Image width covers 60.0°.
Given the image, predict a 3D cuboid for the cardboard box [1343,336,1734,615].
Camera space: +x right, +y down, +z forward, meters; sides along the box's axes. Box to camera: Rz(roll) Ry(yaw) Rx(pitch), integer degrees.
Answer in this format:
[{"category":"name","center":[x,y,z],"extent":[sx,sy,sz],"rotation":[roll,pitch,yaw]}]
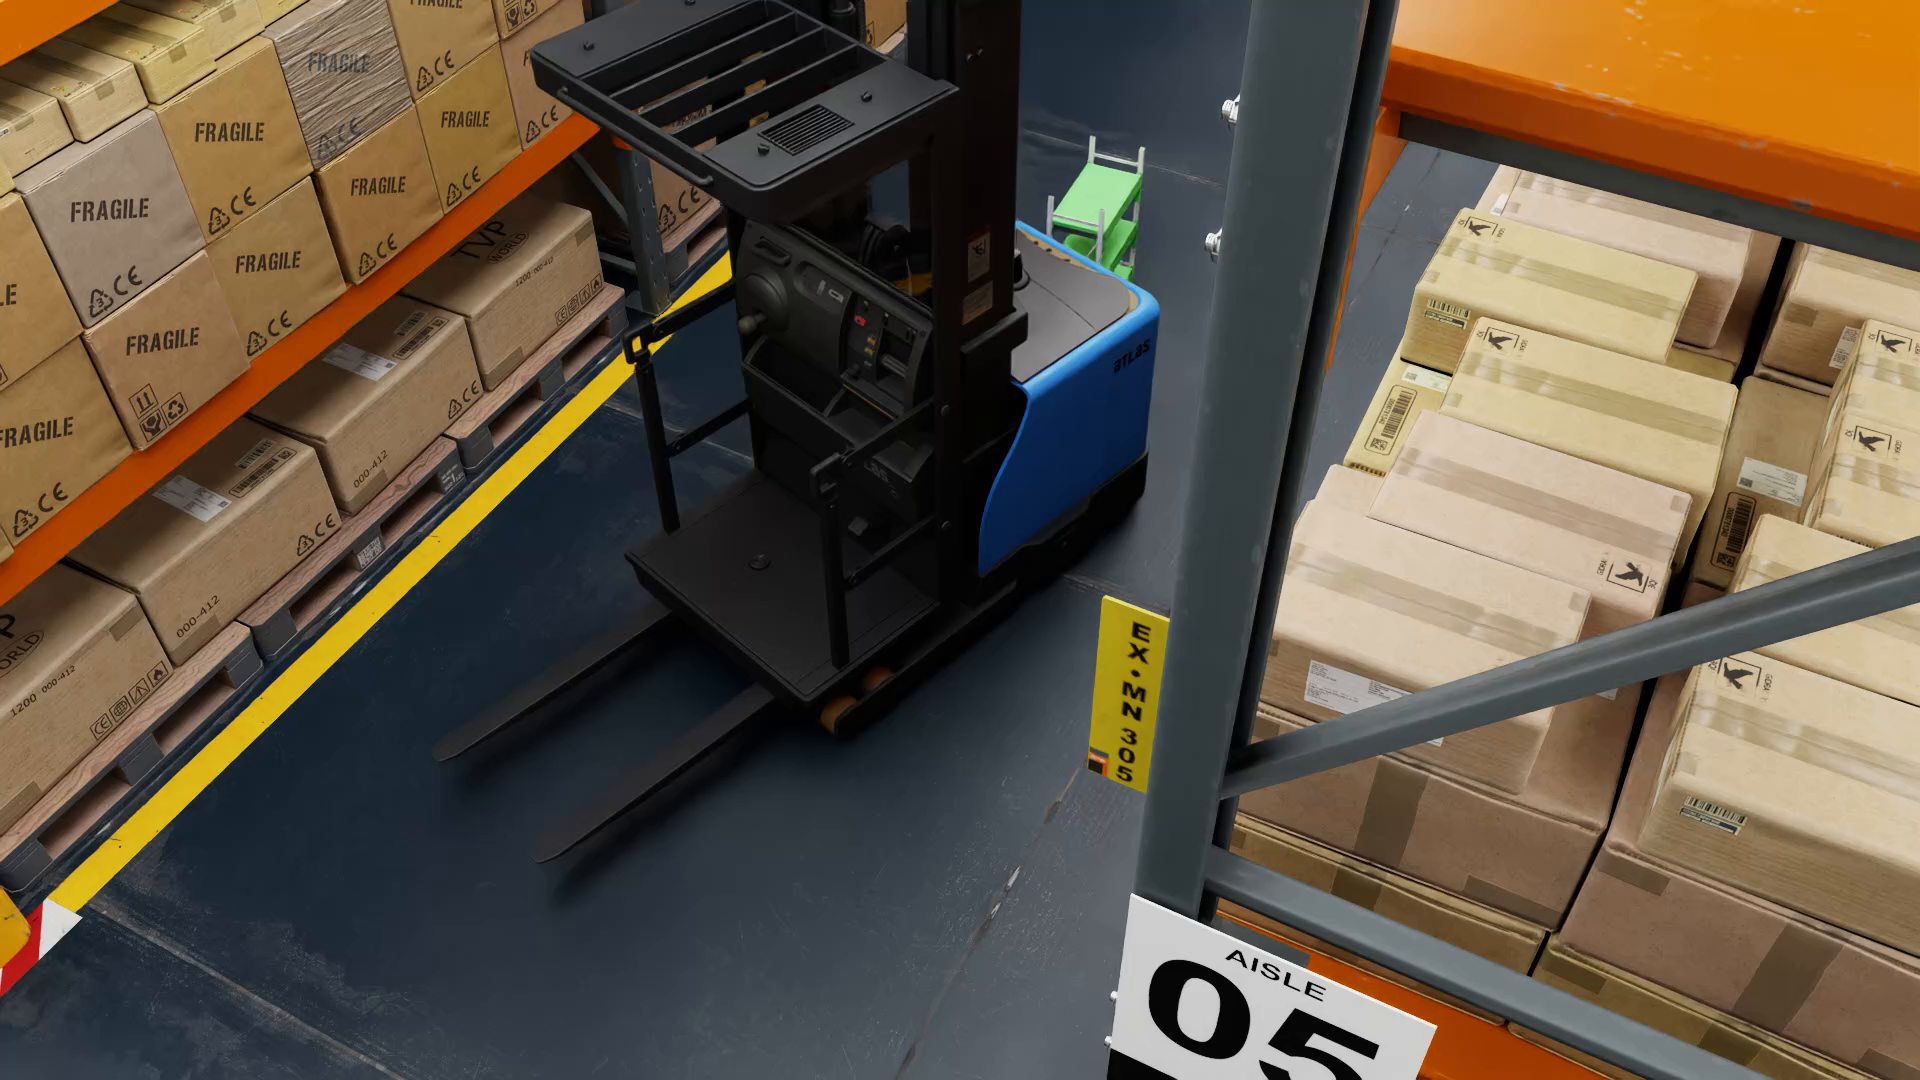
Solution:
[{"category":"cardboard box","center":[0.915,-0.118,2.683],"extent":[0.500,0.250,0.500],"rotation":[19,48,18]}]

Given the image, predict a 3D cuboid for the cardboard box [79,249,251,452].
[{"category":"cardboard box","center":[-2.802,-0.700,5.542],"extent":[0.500,0.500,0.500],"rotation":[20,49,19]}]

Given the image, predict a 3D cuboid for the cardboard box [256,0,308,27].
[{"category":"cardboard box","center":[-2.395,-1.866,5.535],"extent":[0.380,0.149,0.250],"rotation":[19,48,18]}]

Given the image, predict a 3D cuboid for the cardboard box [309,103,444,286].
[{"category":"cardboard box","center":[-2.328,-1.346,6.181],"extent":[0.500,0.500,0.500],"rotation":[20,49,18]}]

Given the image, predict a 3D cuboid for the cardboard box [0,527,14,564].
[{"category":"cardboard box","center":[-3.264,-0.057,4.907],"extent":[0.500,0.500,0.500],"rotation":[20,49,19]}]

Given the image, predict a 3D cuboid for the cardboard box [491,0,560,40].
[{"category":"cardboard box","center":[-1.859,-2.333,6.453],"extent":[0.500,0.500,0.500],"rotation":[20,49,19]}]

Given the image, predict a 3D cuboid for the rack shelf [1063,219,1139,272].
[{"category":"rack shelf","center":[0.565,-1.215,7.139],"extent":[0.258,0.148,0.480],"rotation":[17,48,16]}]

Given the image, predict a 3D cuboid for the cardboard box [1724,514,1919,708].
[{"category":"cardboard box","center":[1.176,0.155,2.132],"extent":[0.380,0.149,0.250],"rotation":[22,49,21]}]

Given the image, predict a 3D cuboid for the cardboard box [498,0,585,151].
[{"category":"cardboard box","center":[-1.873,-1.993,6.821],"extent":[0.500,0.500,0.500],"rotation":[21,49,19]}]

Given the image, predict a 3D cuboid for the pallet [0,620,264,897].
[{"category":"pallet","center":[-3.440,0.636,6.253],"extent":[1.003,0.211,1.213],"rotation":[20,49,19]}]

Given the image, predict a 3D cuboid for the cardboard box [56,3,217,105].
[{"category":"cardboard box","center":[-2.574,-1.525,5.198],"extent":[0.380,0.149,0.250],"rotation":[19,48,18]}]

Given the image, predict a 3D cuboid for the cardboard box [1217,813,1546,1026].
[{"category":"cardboard box","center":[0.667,0.380,2.541],"extent":[0.500,0.250,0.500],"rotation":[19,48,18]}]

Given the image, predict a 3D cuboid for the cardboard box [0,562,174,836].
[{"category":"cardboard box","center":[-3.524,0.490,5.943],"extent":[0.875,0.438,0.875],"rotation":[19,48,18]}]

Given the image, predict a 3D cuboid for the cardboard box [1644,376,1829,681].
[{"category":"cardboard box","center":[1.365,0.059,2.508],"extent":[0.500,0.250,0.500],"rotation":[20,49,19]}]

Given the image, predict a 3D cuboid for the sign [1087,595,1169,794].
[{"category":"sign","center":[0.208,0.194,1.997],"extent":[0.100,0.325,0.005],"rotation":[20,49,19]}]

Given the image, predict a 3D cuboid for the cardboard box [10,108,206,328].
[{"category":"cardboard box","center":[-2.801,-1.064,5.200],"extent":[0.500,0.500,0.500],"rotation":[20,49,19]}]

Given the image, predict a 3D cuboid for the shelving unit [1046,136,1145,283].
[{"category":"shelving unit","center":[0.565,-1.091,7.265],"extent":[0.258,1.200,0.503],"rotation":[17,48,16]}]

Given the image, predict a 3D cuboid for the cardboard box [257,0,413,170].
[{"category":"cardboard box","center":[-2.330,-1.692,5.820],"extent":[0.500,0.500,0.500],"rotation":[21,49,20]}]

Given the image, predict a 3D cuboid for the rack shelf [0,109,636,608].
[{"category":"rack shelf","center":[-2.813,-0.822,6.239],"extent":[1.077,0.370,4.000],"rotation":[20,49,19]}]

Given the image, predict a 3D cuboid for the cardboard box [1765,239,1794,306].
[{"category":"cardboard box","center":[1.844,-0.575,3.134],"extent":[0.500,0.250,0.500],"rotation":[19,48,18]}]

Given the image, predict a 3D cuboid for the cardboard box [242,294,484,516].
[{"category":"cardboard box","center":[-2.686,-0.657,7.077],"extent":[0.875,0.438,0.875],"rotation":[19,48,18]}]

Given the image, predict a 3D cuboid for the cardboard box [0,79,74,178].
[{"category":"cardboard box","center":[-2.869,-1.231,4.908],"extent":[0.380,0.149,0.250],"rotation":[21,49,19]}]

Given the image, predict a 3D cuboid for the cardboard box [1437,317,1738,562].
[{"category":"cardboard box","center":[0.904,-0.153,2.437],"extent":[0.380,0.149,0.250],"rotation":[19,48,18]}]

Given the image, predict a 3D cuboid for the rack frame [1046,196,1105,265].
[{"category":"rack frame","center":[0.468,-0.932,7.107],"extent":[0.240,1.200,0.015],"rotation":[17,48,16]}]

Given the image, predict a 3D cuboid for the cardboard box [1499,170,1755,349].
[{"category":"cardboard box","center":[1.101,-0.495,2.775],"extent":[0.380,0.149,0.250],"rotation":[19,48,18]}]

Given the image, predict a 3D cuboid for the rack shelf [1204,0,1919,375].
[{"category":"rack shelf","center":[1.618,-1.359,2.554],"extent":[1.077,0.370,4.000],"rotation":[20,49,19]}]

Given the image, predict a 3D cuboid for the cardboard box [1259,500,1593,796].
[{"category":"cardboard box","center":[0.584,0.132,2.155],"extent":[0.380,0.149,0.250],"rotation":[20,49,19]}]

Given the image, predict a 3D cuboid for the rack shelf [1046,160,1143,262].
[{"category":"rack shelf","center":[0.565,-1.384,6.969],"extent":[0.258,0.148,0.480],"rotation":[17,48,16]}]

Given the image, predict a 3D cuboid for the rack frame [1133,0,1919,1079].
[{"category":"rack frame","center":[0.690,-0.353,1.052],"extent":[1.000,3.000,0.127],"rotation":[20,49,19]}]

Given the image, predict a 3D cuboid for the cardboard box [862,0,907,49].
[{"category":"cardboard box","center":[-0.840,-3.287,9.368],"extent":[0.875,0.875,0.875],"rotation":[21,49,20]}]

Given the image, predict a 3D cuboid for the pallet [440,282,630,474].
[{"category":"pallet","center":[-2.307,-0.901,7.772],"extent":[1.003,0.211,1.213],"rotation":[20,49,19]}]

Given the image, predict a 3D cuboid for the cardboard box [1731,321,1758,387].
[{"category":"cardboard box","center":[1.601,-0.103,3.019],"extent":[0.500,0.250,0.500],"rotation":[19,48,18]}]

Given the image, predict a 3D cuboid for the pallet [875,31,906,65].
[{"category":"pallet","center":[-1.028,-2.637,9.488],"extent":[1.003,0.211,1.213],"rotation":[20,49,19]}]

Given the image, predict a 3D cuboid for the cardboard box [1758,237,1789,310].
[{"category":"cardboard box","center":[1.399,-0.754,3.311],"extent":[0.500,0.250,0.500],"rotation":[18,48,17]}]

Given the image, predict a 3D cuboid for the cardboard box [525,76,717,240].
[{"category":"cardboard box","center":[-1.668,-2.152,8.247],"extent":[0.875,0.875,0.875],"rotation":[22,49,20]}]

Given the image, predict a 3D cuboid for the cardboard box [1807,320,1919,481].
[{"category":"cardboard box","center":[1.480,-0.145,2.429],"extent":[0.380,0.149,0.250],"rotation":[21,49,20]}]

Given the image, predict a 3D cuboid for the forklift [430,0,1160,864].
[{"category":"forklift","center":[-0.600,-0.707,5.668],"extent":[1.130,2.935,3.031],"rotation":[35,55,30]}]
